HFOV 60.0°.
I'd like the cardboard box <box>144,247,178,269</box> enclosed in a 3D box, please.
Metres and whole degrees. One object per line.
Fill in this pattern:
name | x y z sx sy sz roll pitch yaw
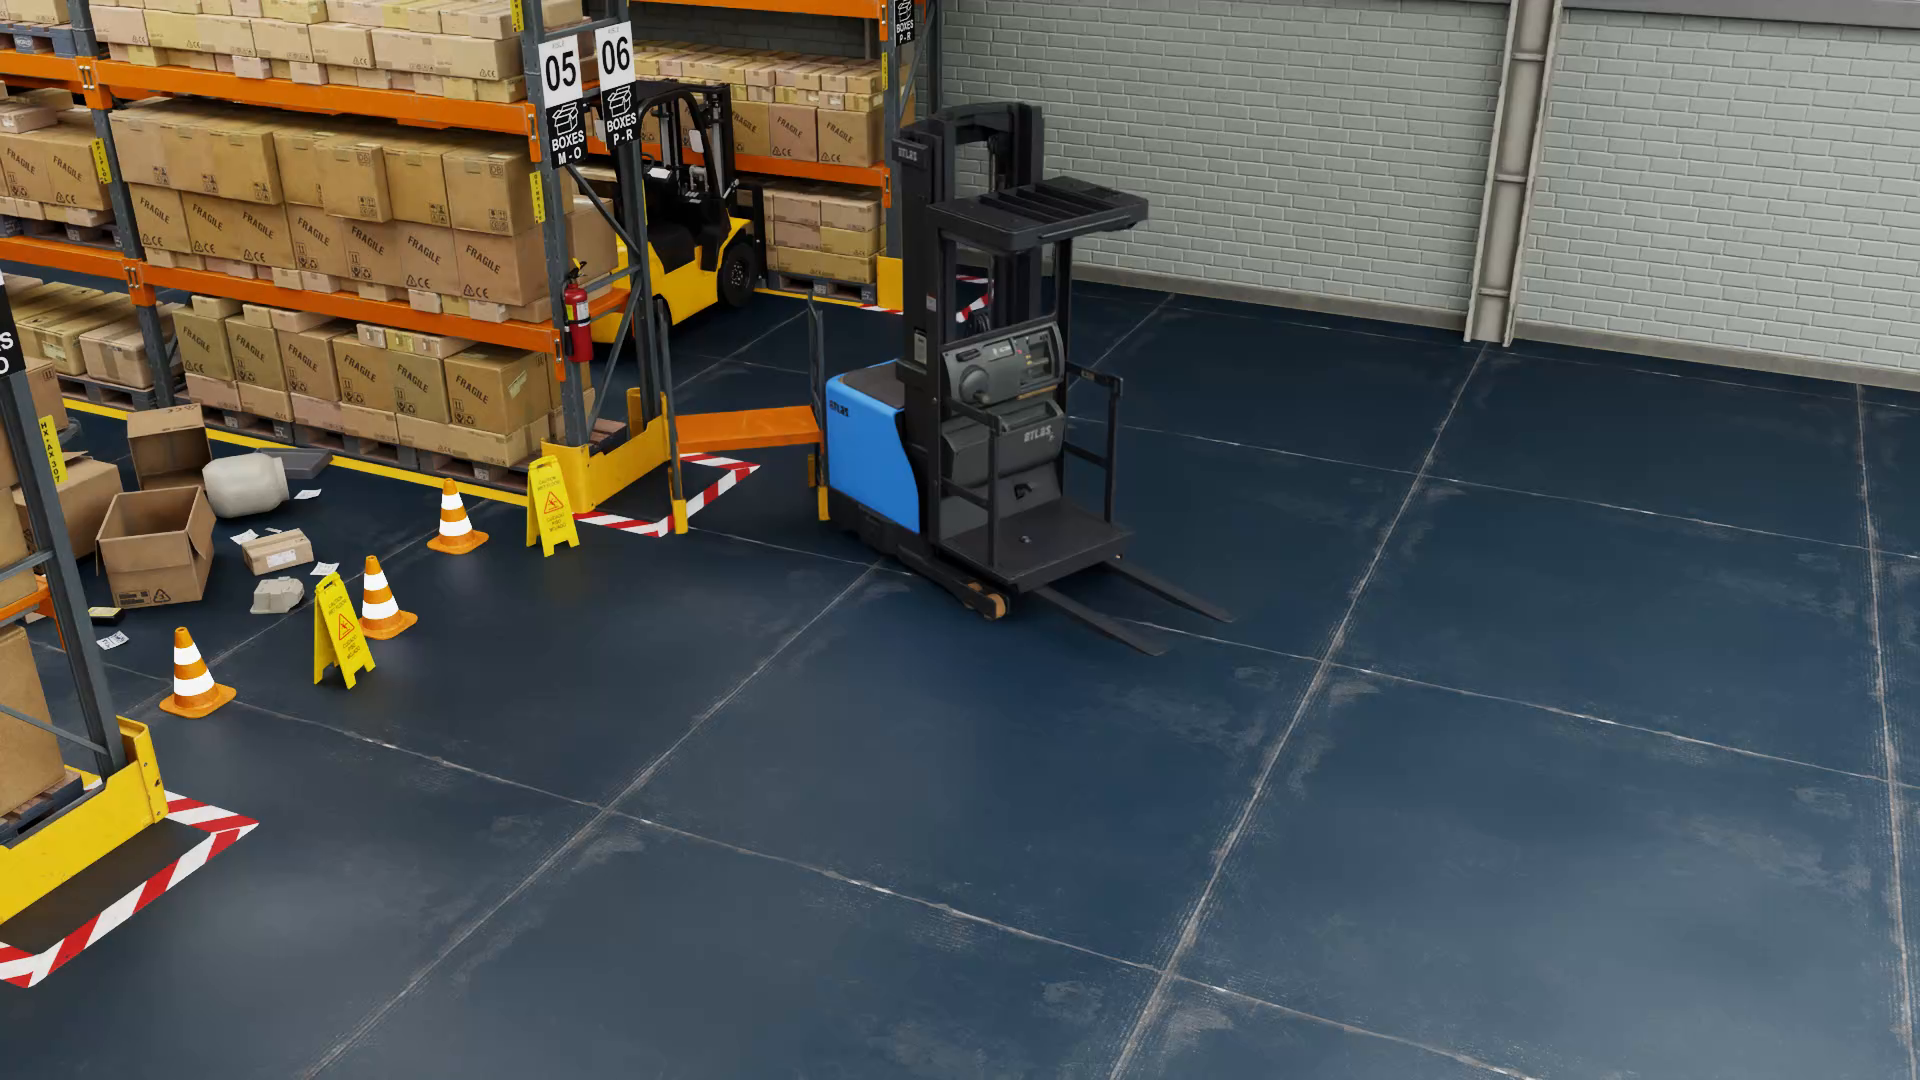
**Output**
cardboard box | -5.970 -2.205 12.688 0.250 0.149 0.380 11 28 22

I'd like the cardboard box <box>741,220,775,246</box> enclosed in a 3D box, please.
cardboard box | -1.934 -3.094 16.280 0.500 0.250 0.500 11 28 21

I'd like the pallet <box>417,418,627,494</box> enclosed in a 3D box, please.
pallet | -3.276 -0.699 12.500 1.213 0.211 1.003 11 28 22

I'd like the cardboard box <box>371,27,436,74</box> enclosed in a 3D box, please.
cardboard box | -3.512 -3.268 10.999 0.500 0.250 0.500 11 28 21

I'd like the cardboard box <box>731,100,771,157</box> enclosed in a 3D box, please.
cardboard box | -1.923 -3.991 15.917 0.500 0.500 0.500 11 28 21

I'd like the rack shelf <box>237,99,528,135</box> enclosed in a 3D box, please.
rack shelf | -5.893 -4.544 17.968 4.000 0.370 1.077 11 28 22

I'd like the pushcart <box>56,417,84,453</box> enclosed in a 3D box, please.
pushcart | -7.022 -0.402 11.710 0.936 0.377 1.648 2 26 4

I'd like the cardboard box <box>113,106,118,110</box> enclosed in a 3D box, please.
cardboard box | -9.961 -5.175 20.056 0.250 0.149 0.380 12 29 23

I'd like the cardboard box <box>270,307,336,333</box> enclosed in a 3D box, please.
cardboard box | -4.894 -1.682 12.395 0.250 0.149 0.380 13 29 25

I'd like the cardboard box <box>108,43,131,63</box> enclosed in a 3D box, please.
cardboard box | -5.939 -3.580 12.085 0.250 0.149 0.380 11 28 21

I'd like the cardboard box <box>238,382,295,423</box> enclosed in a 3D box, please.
cardboard box | -5.208 -1.150 12.897 0.500 0.250 0.500 13 29 25

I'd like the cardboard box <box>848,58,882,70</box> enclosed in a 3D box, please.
cardboard box | -0.865 -4.460 15.799 0.250 0.149 0.380 12 29 24

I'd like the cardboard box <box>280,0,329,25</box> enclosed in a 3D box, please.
cardboard box | -4.322 -3.574 11.169 0.250 0.149 0.380 12 29 23

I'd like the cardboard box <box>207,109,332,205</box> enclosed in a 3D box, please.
cardboard box | -4.911 -2.759 11.946 0.500 0.500 0.700 11 28 21

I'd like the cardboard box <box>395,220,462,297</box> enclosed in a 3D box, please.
cardboard box | -3.544 -2.033 11.604 0.500 0.500 0.500 11 28 22

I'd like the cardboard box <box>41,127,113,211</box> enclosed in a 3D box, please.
cardboard box | -6.639 -2.864 12.815 0.500 0.500 0.500 11 28 21

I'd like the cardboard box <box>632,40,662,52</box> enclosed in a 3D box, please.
cardboard box | -3.199 -4.928 16.749 0.250 0.149 0.380 11 28 21

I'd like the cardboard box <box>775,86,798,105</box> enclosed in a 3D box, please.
cardboard box | -1.539 -4.213 15.634 0.250 0.149 0.380 11 28 21

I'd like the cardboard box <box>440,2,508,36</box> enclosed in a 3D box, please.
cardboard box | -3.131 -3.370 10.754 0.250 0.149 0.380 12 29 23

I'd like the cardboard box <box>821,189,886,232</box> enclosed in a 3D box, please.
cardboard box | -0.979 -3.132 15.791 0.500 0.250 0.500 12 29 24

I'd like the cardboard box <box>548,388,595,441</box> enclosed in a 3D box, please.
cardboard box | -3.102 -0.987 12.566 0.500 0.250 0.500 11 28 21

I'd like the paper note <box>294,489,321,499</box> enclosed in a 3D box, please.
paper note | -4.691 -0.334 11.964 0.148 0.019 0.142 2 26 4

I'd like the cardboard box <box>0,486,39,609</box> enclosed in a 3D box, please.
cardboard box | -4.796 0.119 7.513 0.550 0.550 0.875 11 28 22

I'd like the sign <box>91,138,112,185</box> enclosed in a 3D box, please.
sign | -6.350 -2.800 12.301 0.005 0.325 0.100 11 28 22

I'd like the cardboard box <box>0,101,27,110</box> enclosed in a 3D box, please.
cardboard box | -7.529 -3.317 13.002 0.250 0.149 0.380 10 28 20

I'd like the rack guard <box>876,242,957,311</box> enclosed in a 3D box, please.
rack guard | -0.409 -2.644 16.124 0.348 0.500 1.175 11 28 22

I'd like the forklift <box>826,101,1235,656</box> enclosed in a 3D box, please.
forklift | 0.412 -1.065 10.165 1.130 2.935 3.031 -20 33 -35

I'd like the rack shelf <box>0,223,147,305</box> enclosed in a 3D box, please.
rack shelf | -7.944 -2.548 13.913 4.000 0.370 1.077 11 28 22

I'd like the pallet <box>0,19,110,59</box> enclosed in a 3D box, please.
pallet | -6.641 -3.922 12.706 1.003 0.211 1.213 11 28 22

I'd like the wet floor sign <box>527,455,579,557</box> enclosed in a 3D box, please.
wet floor sign | -2.752 -0.252 11.101 0.232 0.644 0.267 23 35 39

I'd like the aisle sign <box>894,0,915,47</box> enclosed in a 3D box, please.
aisle sign | -0.493 -4.806 14.742 0.004 0.787 0.394 11 28 22

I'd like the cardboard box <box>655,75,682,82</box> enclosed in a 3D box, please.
cardboard box | -2.738 -4.427 16.069 0.250 0.149 0.380 10 28 20

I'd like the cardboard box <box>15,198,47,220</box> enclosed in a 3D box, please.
cardboard box | -7.189 -2.651 13.118 0.250 0.149 0.380 11 28 21

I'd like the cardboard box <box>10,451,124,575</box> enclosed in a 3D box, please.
cardboard box | -5.984 -0.185 10.972 0.503 0.637 0.797 11 28 22

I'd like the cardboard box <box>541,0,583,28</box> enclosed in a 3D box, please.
cardboard box | -2.721 -3.511 11.041 0.250 0.149 0.380 11 28 21

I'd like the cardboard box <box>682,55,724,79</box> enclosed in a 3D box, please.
cardboard box | -2.465 -4.551 15.983 0.250 0.149 0.380 11 28 22

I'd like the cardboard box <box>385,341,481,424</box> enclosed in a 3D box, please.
cardboard box | -3.796 -1.200 12.150 0.500 0.500 0.500 12 29 24

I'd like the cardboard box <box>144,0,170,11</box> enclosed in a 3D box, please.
cardboard box | -5.487 -3.819 11.666 0.250 0.149 0.380 10 28 20

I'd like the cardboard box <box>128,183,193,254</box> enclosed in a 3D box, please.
cardboard box | -5.838 -2.490 12.532 0.500 0.500 0.500 11 28 22

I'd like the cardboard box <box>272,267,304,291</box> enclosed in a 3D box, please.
cardboard box | -4.809 -1.968 12.205 0.250 0.149 0.380 12 28 22

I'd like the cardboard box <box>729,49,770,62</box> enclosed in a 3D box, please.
cardboard box | -2.045 -4.681 16.247 0.250 0.149 0.380 12 28 22

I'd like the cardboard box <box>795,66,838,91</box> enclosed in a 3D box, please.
cardboard box | -1.331 -4.289 15.452 0.250 0.149 0.380 12 29 23

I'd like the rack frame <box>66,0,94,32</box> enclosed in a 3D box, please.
rack frame | -6.124 -5.196 11.686 0.127 3.000 1.000 11 28 22

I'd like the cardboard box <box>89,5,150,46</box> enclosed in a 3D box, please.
cardboard box | -5.836 -3.726 11.929 0.500 0.250 0.500 11 28 21

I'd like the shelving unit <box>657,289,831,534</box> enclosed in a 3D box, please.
shelving unit | -1.485 -0.892 11.434 1.083 1.500 0.587 -6 27 -11

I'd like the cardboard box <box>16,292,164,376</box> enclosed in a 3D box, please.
cardboard box | -7.258 -1.739 13.956 0.625 0.372 0.950 13 29 25

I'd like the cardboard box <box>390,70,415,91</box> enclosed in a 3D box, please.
cardboard box | -3.594 -3.127 11.163 0.250 0.149 0.380 12 28 22

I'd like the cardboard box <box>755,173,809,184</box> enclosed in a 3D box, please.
cardboard box | -1.697 -3.523 16.585 0.500 0.250 0.500 11 28 21

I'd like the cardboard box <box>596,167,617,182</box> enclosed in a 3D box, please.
cardboard box | -3.301 -3.592 16.726 0.500 0.250 0.500 11 28 22

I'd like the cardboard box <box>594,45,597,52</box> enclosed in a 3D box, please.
cardboard box | -3.622 -4.789 16.465 0.250 0.149 0.380 12 29 23

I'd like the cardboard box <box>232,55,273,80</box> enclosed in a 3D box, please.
cardboard box | -4.804 -3.311 11.537 0.250 0.149 0.380 11 28 21

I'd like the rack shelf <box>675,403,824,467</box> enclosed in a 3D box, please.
rack shelf | -1.476 -0.732 11.515 1.000 0.185 0.538 -6 27 -11

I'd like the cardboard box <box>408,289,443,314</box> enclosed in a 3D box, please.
cardboard box | -3.659 -1.735 11.732 0.250 0.149 0.380 12 29 23

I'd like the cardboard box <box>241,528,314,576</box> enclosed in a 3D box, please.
cardboard box | -4.511 0.078 10.992 0.380 0.149 0.250 -18 31 -31

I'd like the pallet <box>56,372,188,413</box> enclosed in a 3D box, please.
pallet | -6.833 -1.395 13.915 1.213 0.211 1.003 11 28 22
